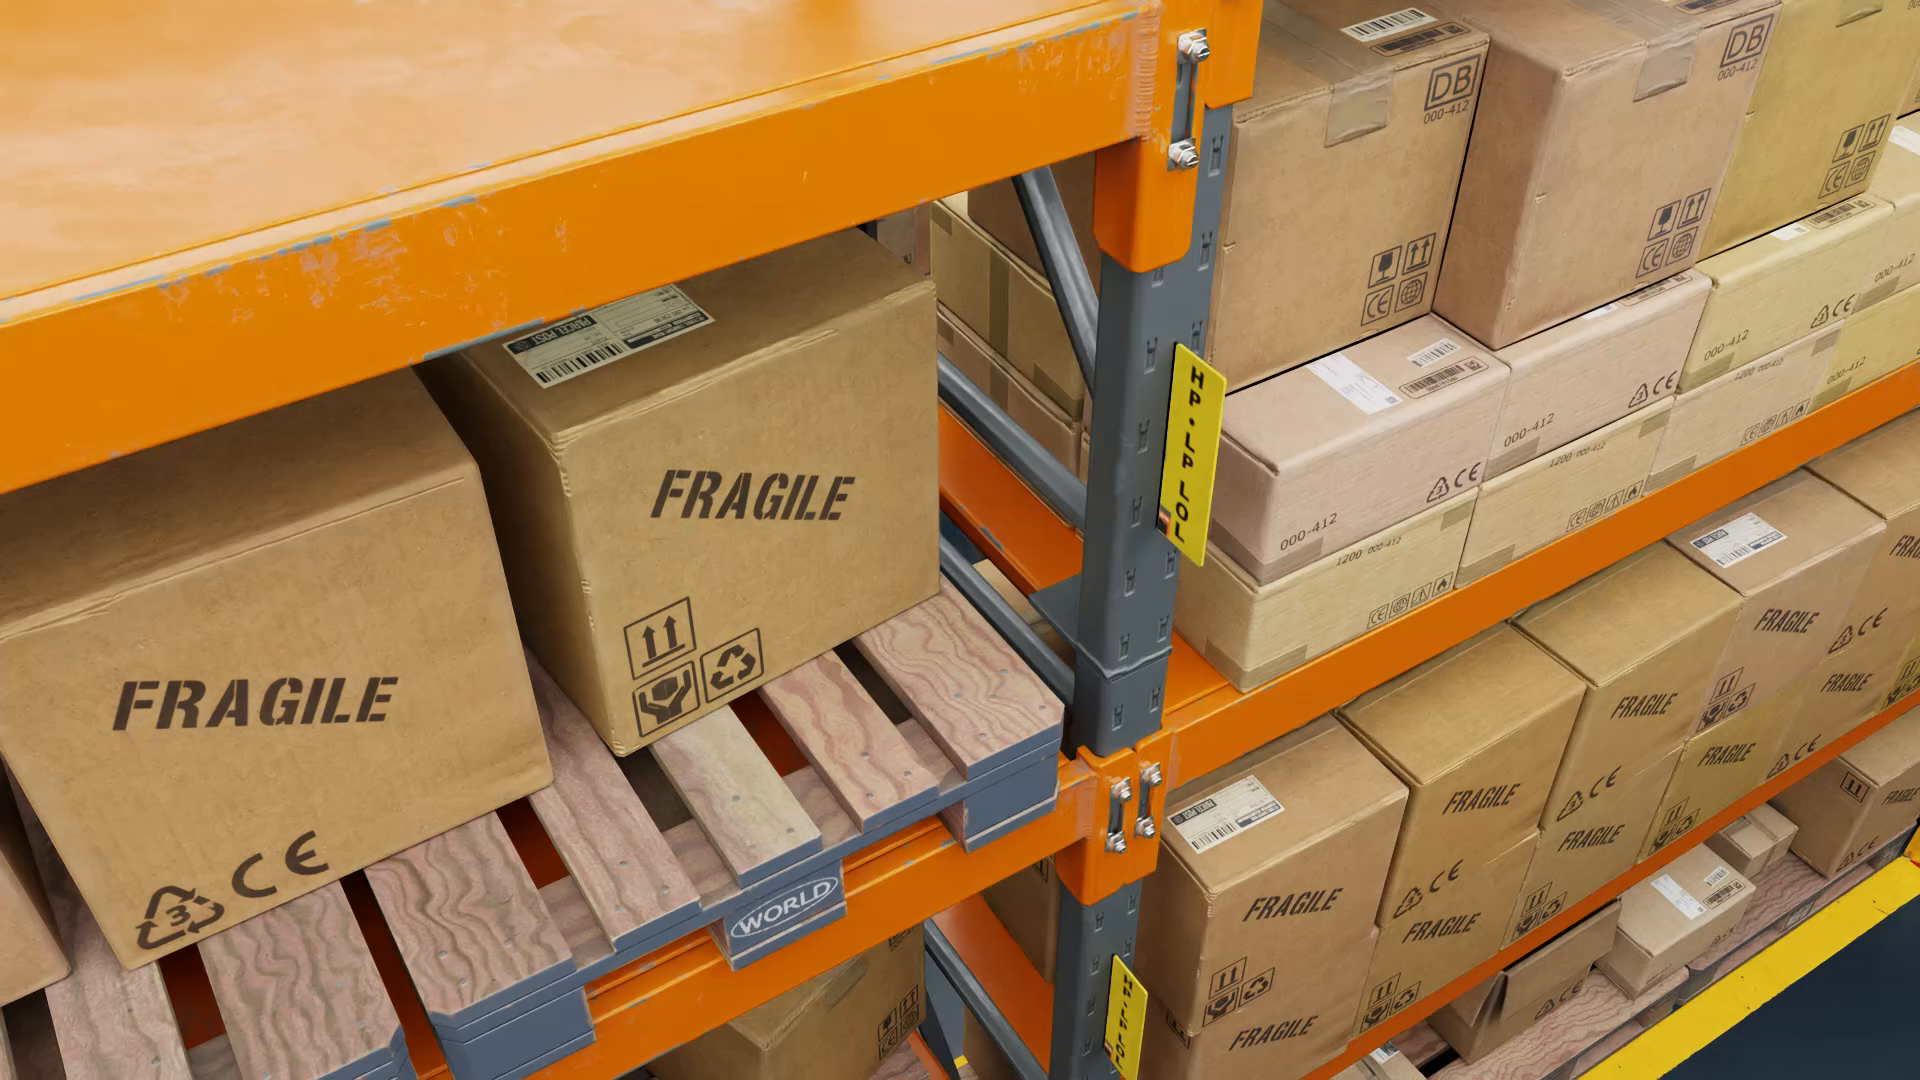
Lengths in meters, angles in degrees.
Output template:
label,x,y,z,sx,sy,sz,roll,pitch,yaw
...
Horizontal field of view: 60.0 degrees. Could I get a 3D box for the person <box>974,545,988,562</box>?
label,x,y,z,sx,sy,sz,roll,pitch,yaw
person,0.213,-0.395,6.590,0.454,1.669,0.640,16,44,18
